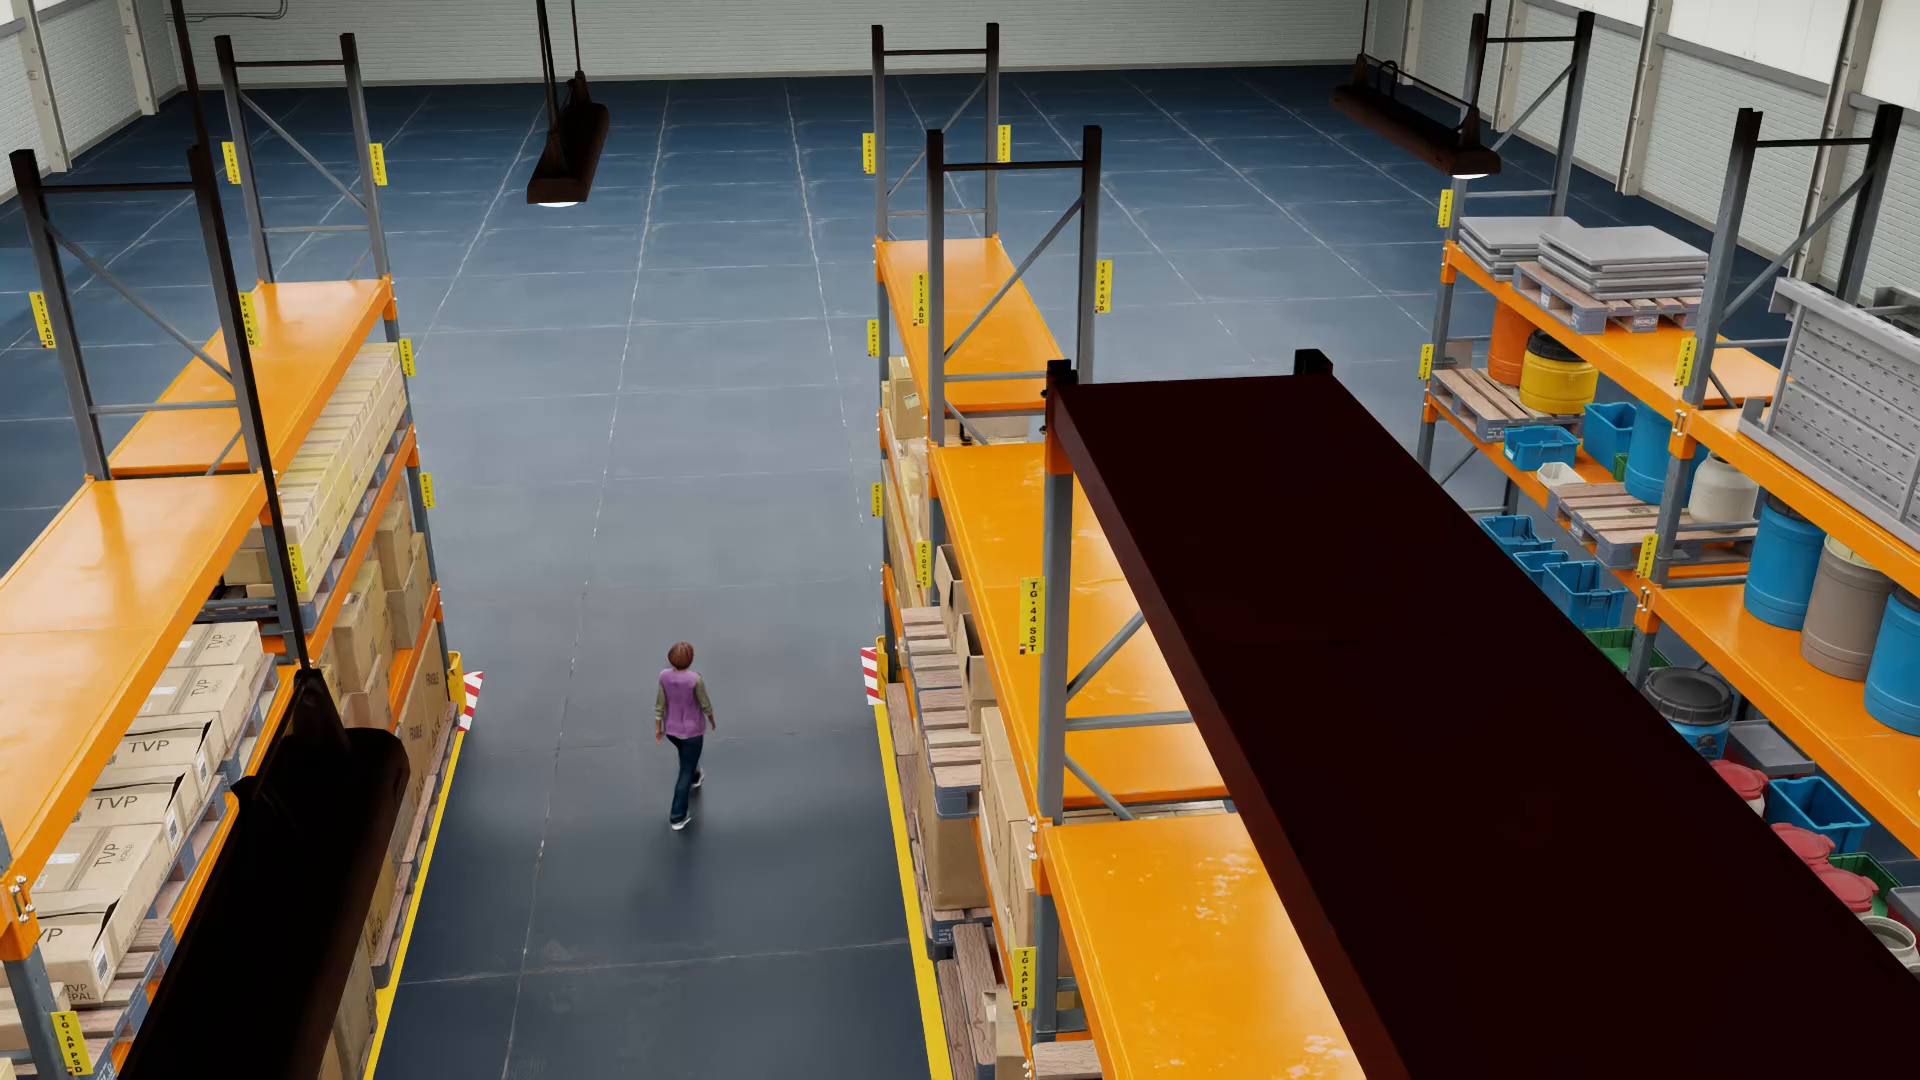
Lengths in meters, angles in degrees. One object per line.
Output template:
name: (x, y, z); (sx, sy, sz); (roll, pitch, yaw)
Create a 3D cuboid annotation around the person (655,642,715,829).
person: (-2.197, 1.544, 13.528); (0.448, 1.456, 0.856); (10, 27, 20)
